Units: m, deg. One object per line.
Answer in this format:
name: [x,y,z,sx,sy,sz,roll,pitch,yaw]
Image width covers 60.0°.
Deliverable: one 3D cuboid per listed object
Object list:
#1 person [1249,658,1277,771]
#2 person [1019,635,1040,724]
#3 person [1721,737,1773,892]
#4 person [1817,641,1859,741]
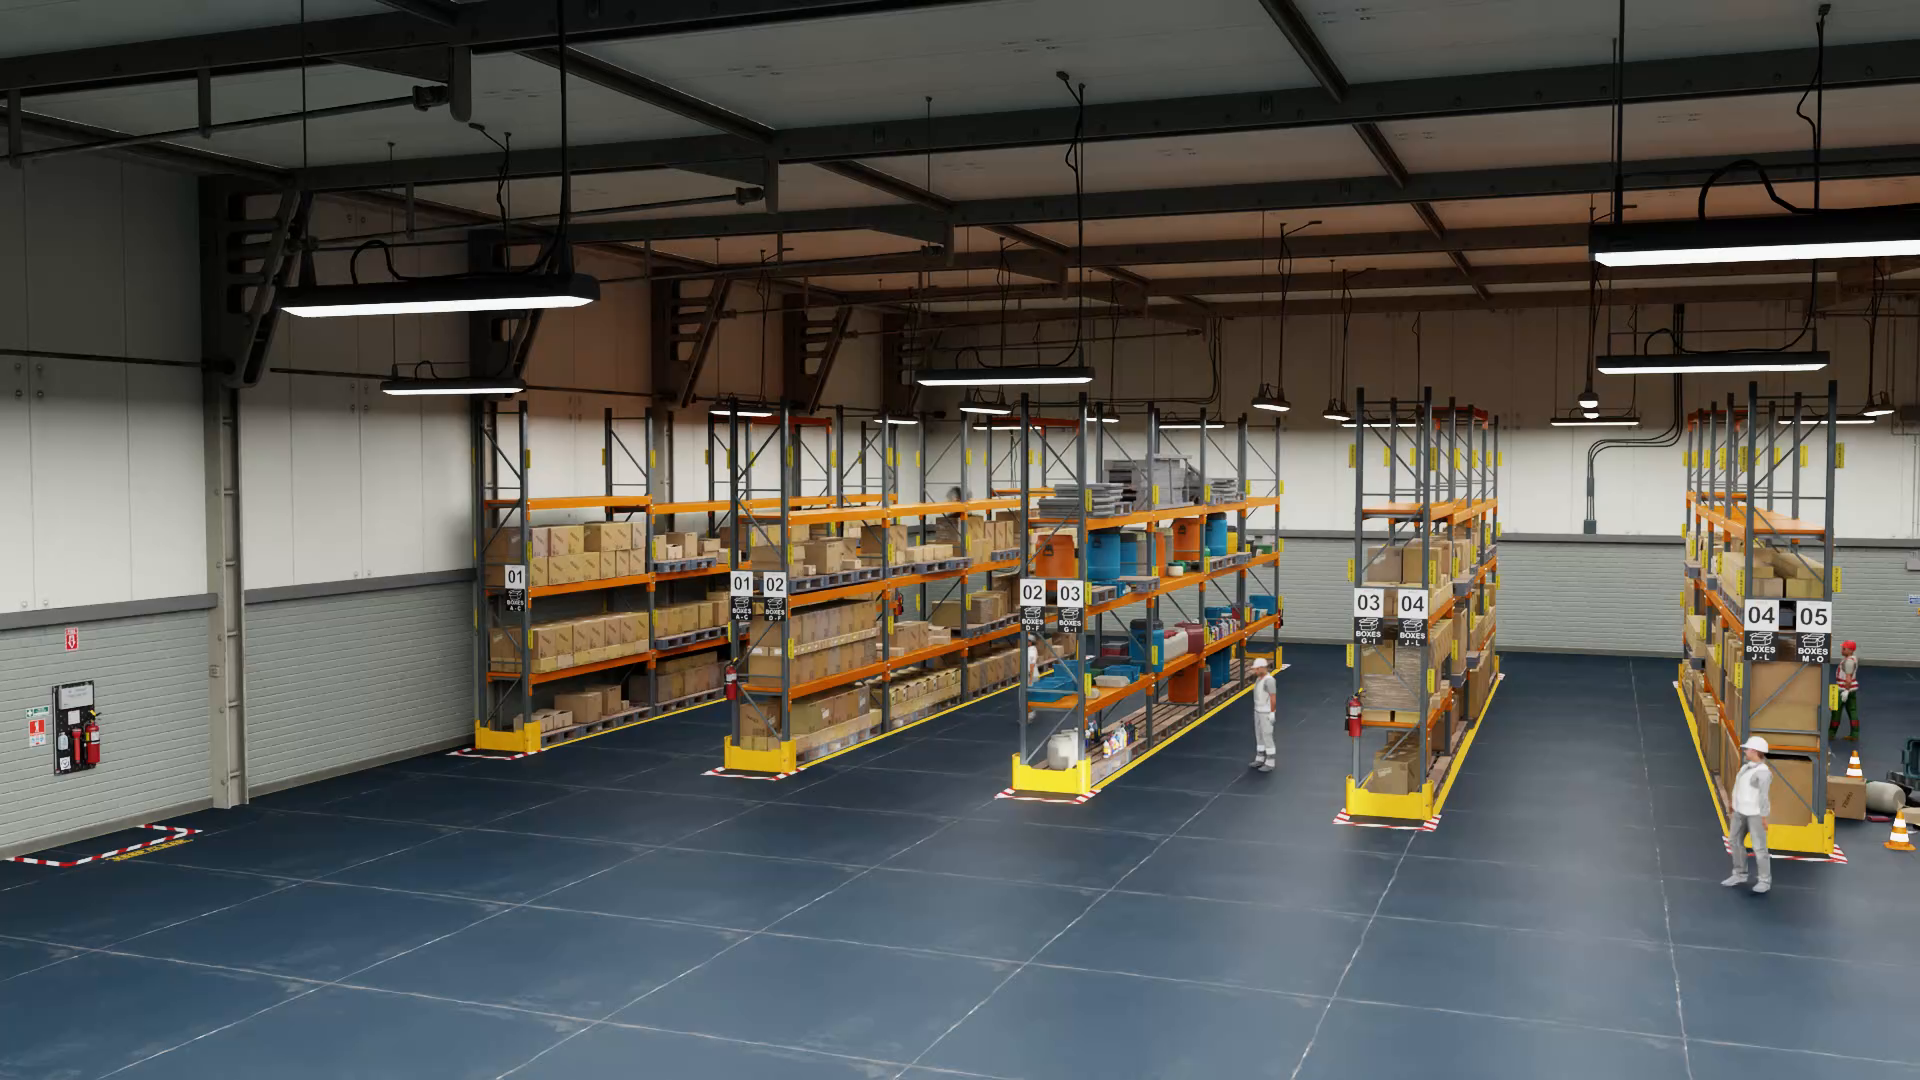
person: [4.883,2.798,26.848,0.398,1.784,0.620,0,3,-9]
person: [1.313,2.636,31.604,0.403,1.673,0.563,0,3,-1]
person: [9.170,3.174,19.343,0.392,1.811,0.682,0,3,-10]
person: [15.686,2.666,29.598,0.532,1.782,0.666,-2,3,-30]
